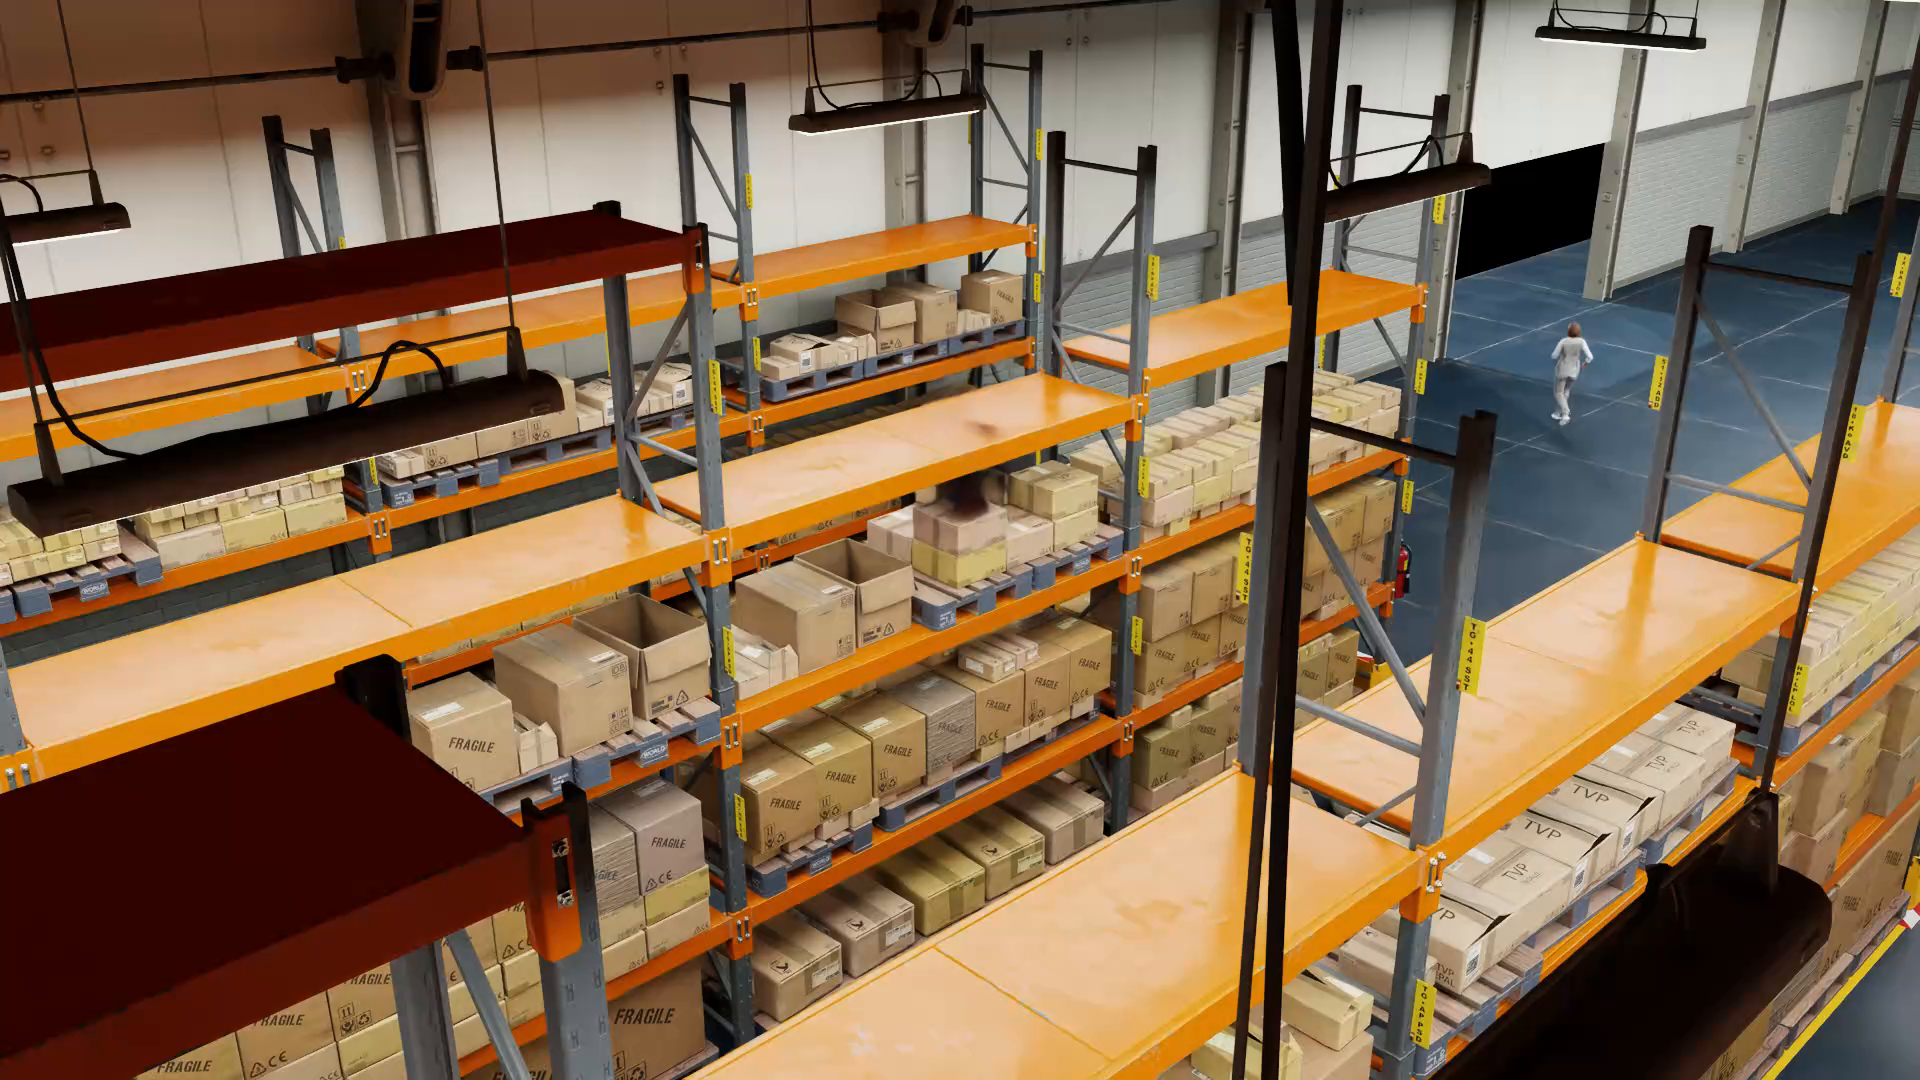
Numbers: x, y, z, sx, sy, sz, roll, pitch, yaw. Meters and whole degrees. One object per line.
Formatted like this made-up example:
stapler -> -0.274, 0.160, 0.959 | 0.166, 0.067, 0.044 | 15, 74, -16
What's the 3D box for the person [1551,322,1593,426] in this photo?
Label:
person -> 9.023, -2.450, 24.689 | 0.540, 1.556, 0.889 | 1, 22, 2
